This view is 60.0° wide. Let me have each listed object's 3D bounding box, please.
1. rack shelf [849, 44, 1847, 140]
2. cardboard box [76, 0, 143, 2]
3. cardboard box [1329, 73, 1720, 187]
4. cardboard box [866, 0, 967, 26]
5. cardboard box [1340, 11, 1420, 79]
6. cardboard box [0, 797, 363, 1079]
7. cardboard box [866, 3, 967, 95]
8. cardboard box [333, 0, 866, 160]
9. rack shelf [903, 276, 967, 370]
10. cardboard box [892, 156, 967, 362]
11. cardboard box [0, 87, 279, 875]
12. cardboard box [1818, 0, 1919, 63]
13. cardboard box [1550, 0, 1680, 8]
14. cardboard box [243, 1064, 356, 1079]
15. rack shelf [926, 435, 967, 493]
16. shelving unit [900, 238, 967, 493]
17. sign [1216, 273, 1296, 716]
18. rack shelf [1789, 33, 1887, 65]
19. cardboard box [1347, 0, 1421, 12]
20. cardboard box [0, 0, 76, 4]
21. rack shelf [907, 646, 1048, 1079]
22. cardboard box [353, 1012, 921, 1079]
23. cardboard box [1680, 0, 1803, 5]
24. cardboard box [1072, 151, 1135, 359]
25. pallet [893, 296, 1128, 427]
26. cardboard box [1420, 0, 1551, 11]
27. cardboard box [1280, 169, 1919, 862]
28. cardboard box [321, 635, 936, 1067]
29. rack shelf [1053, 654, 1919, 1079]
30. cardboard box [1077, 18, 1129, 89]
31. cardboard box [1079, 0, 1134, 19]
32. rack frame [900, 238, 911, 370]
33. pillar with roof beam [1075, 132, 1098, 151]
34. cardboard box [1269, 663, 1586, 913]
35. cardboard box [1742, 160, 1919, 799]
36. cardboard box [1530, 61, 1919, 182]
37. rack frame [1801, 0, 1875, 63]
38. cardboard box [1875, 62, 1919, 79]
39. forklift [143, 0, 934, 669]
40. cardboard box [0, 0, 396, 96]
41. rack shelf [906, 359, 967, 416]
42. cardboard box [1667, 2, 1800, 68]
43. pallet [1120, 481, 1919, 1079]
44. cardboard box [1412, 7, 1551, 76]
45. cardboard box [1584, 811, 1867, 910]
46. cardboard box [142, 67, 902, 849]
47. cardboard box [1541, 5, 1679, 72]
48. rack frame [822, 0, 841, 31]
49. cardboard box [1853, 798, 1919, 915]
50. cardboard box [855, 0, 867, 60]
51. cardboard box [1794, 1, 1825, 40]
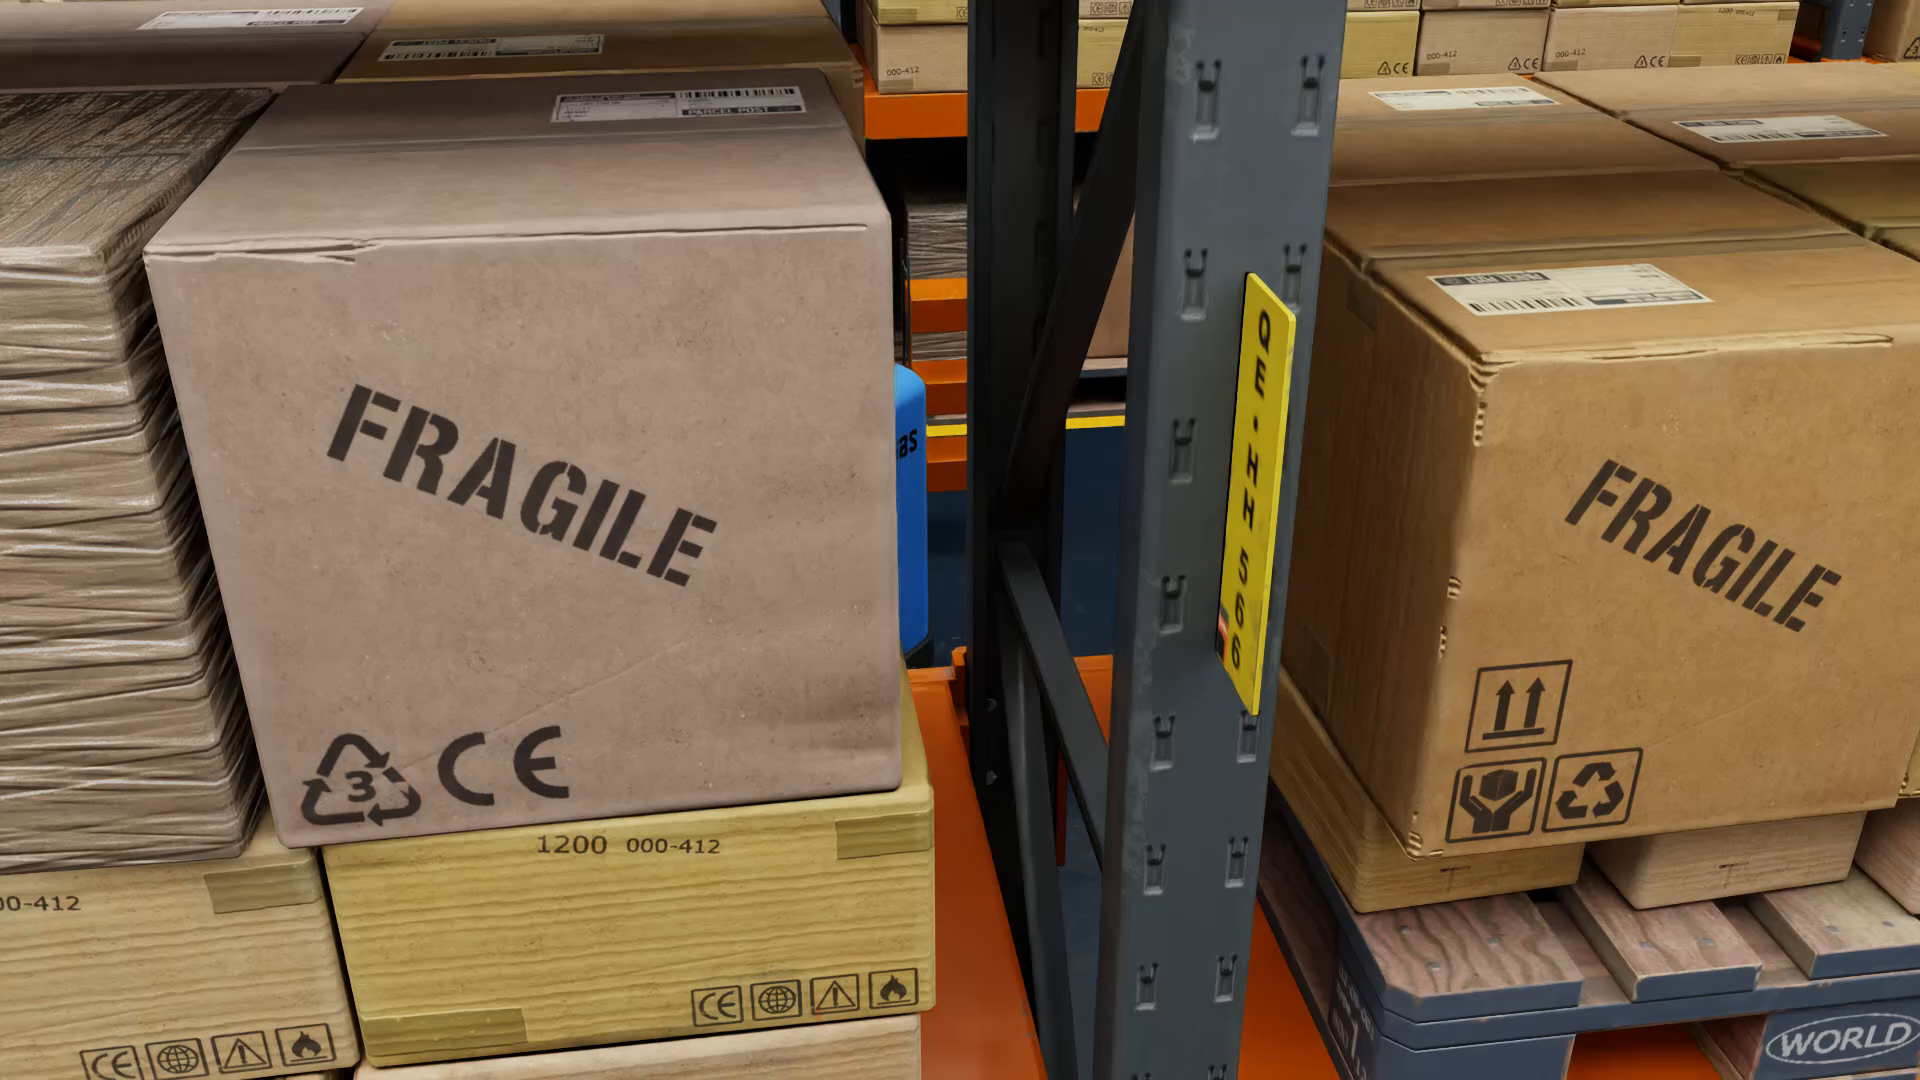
[{"bbox_3d":[1.425,-1.816,6.792,4.000,0.370,1.077,-4,27,-7],"label":"rack shelf"},{"bbox_3d":[-2.716,-1.999,5.790,0.500,0.500,0.700,-4,27,-7],"label":"cardboard box"},{"bbox_3d":[0.551,-0.284,2.122,0.500,0.500,0.500,-4,27,-9],"label":"cardboard box"},{"bbox_3d":[-0.078,-2.071,6.118,0.500,0.250,0.500,-4,27,-7],"label":"cardboard box"},{"bbox_3d":[1.440,-1.958,6.444,0.500,0.250,0.500,-3,27,-5],"label":"cardboard box"},{"bbox_3d":[-0.811,0.259,1.576,0.500,0.250,0.500,-4,27,-8],"label":"cardboard box"},{"bbox_3d":[-0.082,-1.860,6.254,0.500,0.250,0.500,-4,27,-7],"label":"cardboard box"},{"bbox_3d":[-0.382,-0.334,1.910,0.500,0.500,0.500,-5,28,-9],"label":"cardboard box"},{"bbox_3d":[-0.053,-0.707,5.379,0.240,0.259,0.215,-4,27,-7],"label":"rack shelf"},{"bbox_3d":[0.064,-1.173,6.891,0.625,0.625,0.875,-3,27,-5],"label":"cardboard box"},{"bbox_3d":[-0.842,-0.067,1.391,0.500,0.500,0.500,-3,27,-6],"label":"cardboard box"},{"bbox_3d":[3.882,-2.218,6.678,0.500,0.500,0.500,-4,27,-9],"label":"cardboard box"},{"bbox_3d":[2.447,-2.236,6.439,0.500,0.250,0.500,-4,27,-8],"label":"cardboard box"},{"bbox_3d":[-0.828,0.490,1.673,0.500,0.250,0.500,-3,27,-6],"label":"cardboard box"},{"bbox_3d":[-0.053,-0.207,5.635,0.240,0.259,0.215,-4,27,-7],"label":"rack shelf"},{"bbox_3d":[-0.053,-0.464,5.504,0.252,1.050,0.215,-4,27,-7],"label":"shelving unit"},{"bbox_3d":[0.221,-0.030,1.254,0.005,0.325,0.100,-4,27,-7],"label":"sign"},{"bbox_3d":[5.386,-2.071,7.288,4.000,0.370,1.077,-4,27,-7],"label":"rack shelf"},{"bbox_3d":[1.437,-2.183,6.335,0.500,0.250,0.500,-3,27,-6],"label":"cardboard box"},{"bbox_3d":[-3.087,-1.797,5.653,0.258,0.266,0.396,-2,27,-5],"label":"cardboard box"},{"bbox_3d":[-1.840,0.682,1.923,4.000,0.370,1.077,-4,27,-7],"label":"rack shelf"},{"bbox_3d":[-0.325,0.451,1.750,0.500,0.250,0.500,-5,28,-9],"label":"cardboard box"},{"bbox_3d":[2.955,-2.272,6.510,0.500,0.250,0.500,-4,27,-8],"label":"cardboard box"},{"bbox_3d":[0.710,-1.218,6.979,0.625,0.625,0.875,-3,27,-5],"label":"cardboard box"},{"bbox_3d":[0.265,-0.803,7.084,1.213,0.211,1.003,-4,27,-7],"label":"pallet"},{"bbox_3d":[1.940,-2.207,6.381,0.500,0.250,0.500,-3,27,-6],"label":"cardboard box"},{"bbox_3d":[0.618,-0.053,1.672,0.500,0.500,0.500,-4,27,-9],"label":"cardboard box"},{"bbox_3d":[-0.304,0.225,1.643,0.500,0.250,0.500,-4,27,-7],"label":"cardboard box"},{"bbox_3d":[2.121,0.427,2.419,4.000,0.370,1.077,-4,27,-7],"label":"rack shelf"},{"bbox_3d":[0.417,-1.890,6.312,0.500,0.250,0.500,-4,27,-8],"label":"cardboard box"},{"bbox_3d":[0.414,-2.114,6.201,0.500,0.250,0.500,-3,27,-5],"label":"cardboard box"},{"bbox_3d":[-0.174,-0.456,5.489,0.008,1.050,0.200,-4,27,-7],"label":"rack frame"},{"bbox_3d":[1.210,-3.222,2.173,0.400,9.000,9.100,-4,27,-7],"label":"pillar with roof beam"},{"bbox_3d":[0.488,0.223,1.845,0.250,0.149,0.380,-5,28,-10],"label":"cardboard box"},{"bbox_3d":[1.133,-0.089,1.743,0.500,0.500,0.500,-2,27,-4],"label":"cardboard box"},{"bbox_3d":[1.062,-0.322,2.195,0.500,0.500,0.500,-4,27,-8],"label":"cardboard box"},{"bbox_3d":[3.406,-2.263,6.876,0.127,3.000,1.000,-4,27,-7],"label":"rack frame"},{"bbox_3d":[1.562,-0.354,2.259,0.500,0.500,0.500,-6,28,-11],"label":"cardboard box"},{"bbox_3d":[-1.270,-0.329,3.180,1.130,2.935,3.031,16,31,28],"label":"forklift"},{"bbox_3d":[-0.872,-0.298,1.840,0.500,0.500,0.500,-4,27,-7],"label":"cardboard box"},{"bbox_3d":[-0.053,-0.454,5.508,0.240,0.259,0.215,-4,27,-7],"label":"rack shelf"},{"bbox_3d":[2.943,-2.046,6.617,0.500,0.250,0.500,-3,27,-6],"label":"cardboard box"},{"bbox_3d":[0.831,0.226,2.233,1.003,0.211,1.213,-4,27,-7],"label":"pallet"},{"bbox_3d":[1.950,-1.994,6.515,0.500,0.250,0.500,-4,27,-7],"label":"cardboard box"},{"bbox_3d":[0.772,0.220,1.850,0.250,0.149,0.380,-5,28,-10],"label":"cardboard box"},{"bbox_3d":[-0.335,-0.104,1.461,0.500,0.500,0.500,-4,27,-9],"label":"cardboard box"},{"bbox_3d":[2.446,-2.012,6.550,0.500,0.250,0.500,-4,27,-7],"label":"cardboard box"},{"bbox_3d":[-0.555,-2.009,6.380,0.127,3.000,1.000,-4,27,-7],"label":"rack frame"},{"bbox_3d":[1.050,0.224,1.844,0.250,0.149,0.380,-5,28,-10],"label":"cardboard box"},{"bbox_3d":[-0.146,-2.087,6.695,0.500,0.250,0.500,-4,27,-8],"label":"cardboard box"},{"bbox_3d":[3.813,-2.459,7.147,0.500,0.500,0.500,-4,27,-7],"label":"cardboard box"}]
